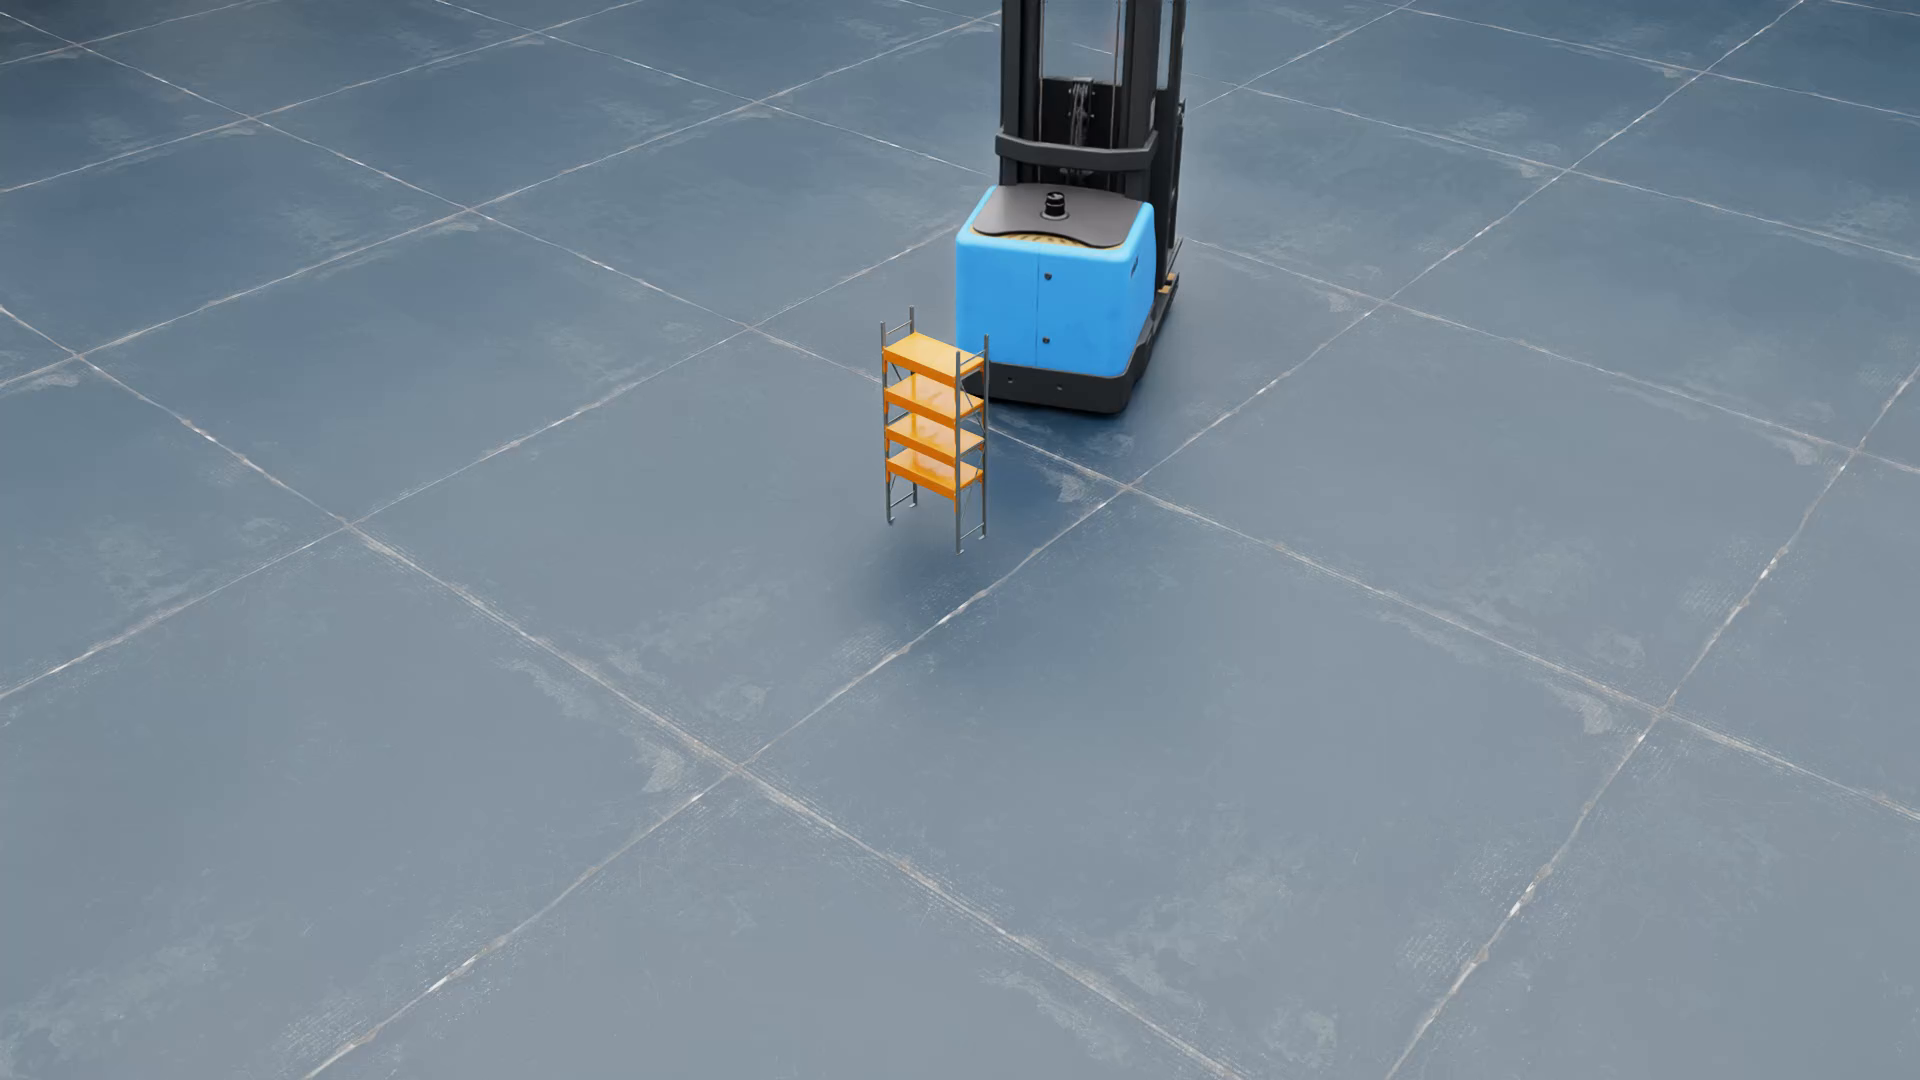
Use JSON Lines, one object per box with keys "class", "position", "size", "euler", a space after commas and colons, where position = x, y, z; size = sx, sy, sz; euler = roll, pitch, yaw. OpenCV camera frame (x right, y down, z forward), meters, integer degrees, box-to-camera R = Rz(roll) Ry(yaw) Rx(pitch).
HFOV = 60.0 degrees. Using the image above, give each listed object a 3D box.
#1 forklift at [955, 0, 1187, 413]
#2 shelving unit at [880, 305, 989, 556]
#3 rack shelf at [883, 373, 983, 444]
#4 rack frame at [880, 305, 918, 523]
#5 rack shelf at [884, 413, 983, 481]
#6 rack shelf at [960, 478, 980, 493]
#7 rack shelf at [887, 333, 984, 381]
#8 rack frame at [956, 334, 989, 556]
{"class": "forklift", "position": [0.850, -2.786, 10.300], "size": [1.130, 2.935, 3.031], "euler": [9, 36, 13]}
{"class": "shelving unit", "position": [-0.127, -0.555, 8.580], "size": [0.503, 1.200, 0.258], "euler": [25, 42, 32]}
{"class": "rack shelf", "position": [-0.127, -0.683, 8.491], "size": [0.480, 0.148, 0.258], "euler": [25, 42, 32]}
{"class": "rack frame", "position": [-0.315, -0.643, 8.709], "size": [0.015, 1.200, 0.240], "euler": [25, 42, 32]}
{"class": "rack shelf", "position": [-0.127, -0.499, 8.618], "size": [0.480, 0.148, 0.258], "euler": [25, 42, 32]}
{"class": "rack shelf", "position": [-0.127, -0.359, 8.714], "size": [0.442, 0.029, 0.199], "euler": [25, 42, 32]}
{"class": "rack shelf", "position": [-0.127, -0.911, 8.335], "size": [0.457, 0.050, 0.221], "euler": [25, 42, 32]}
{"class": "rack frame", "position": [0.060, -0.466, 8.451], "size": [0.015, 1.200, 0.240], "euler": [25, 42, 32]}
